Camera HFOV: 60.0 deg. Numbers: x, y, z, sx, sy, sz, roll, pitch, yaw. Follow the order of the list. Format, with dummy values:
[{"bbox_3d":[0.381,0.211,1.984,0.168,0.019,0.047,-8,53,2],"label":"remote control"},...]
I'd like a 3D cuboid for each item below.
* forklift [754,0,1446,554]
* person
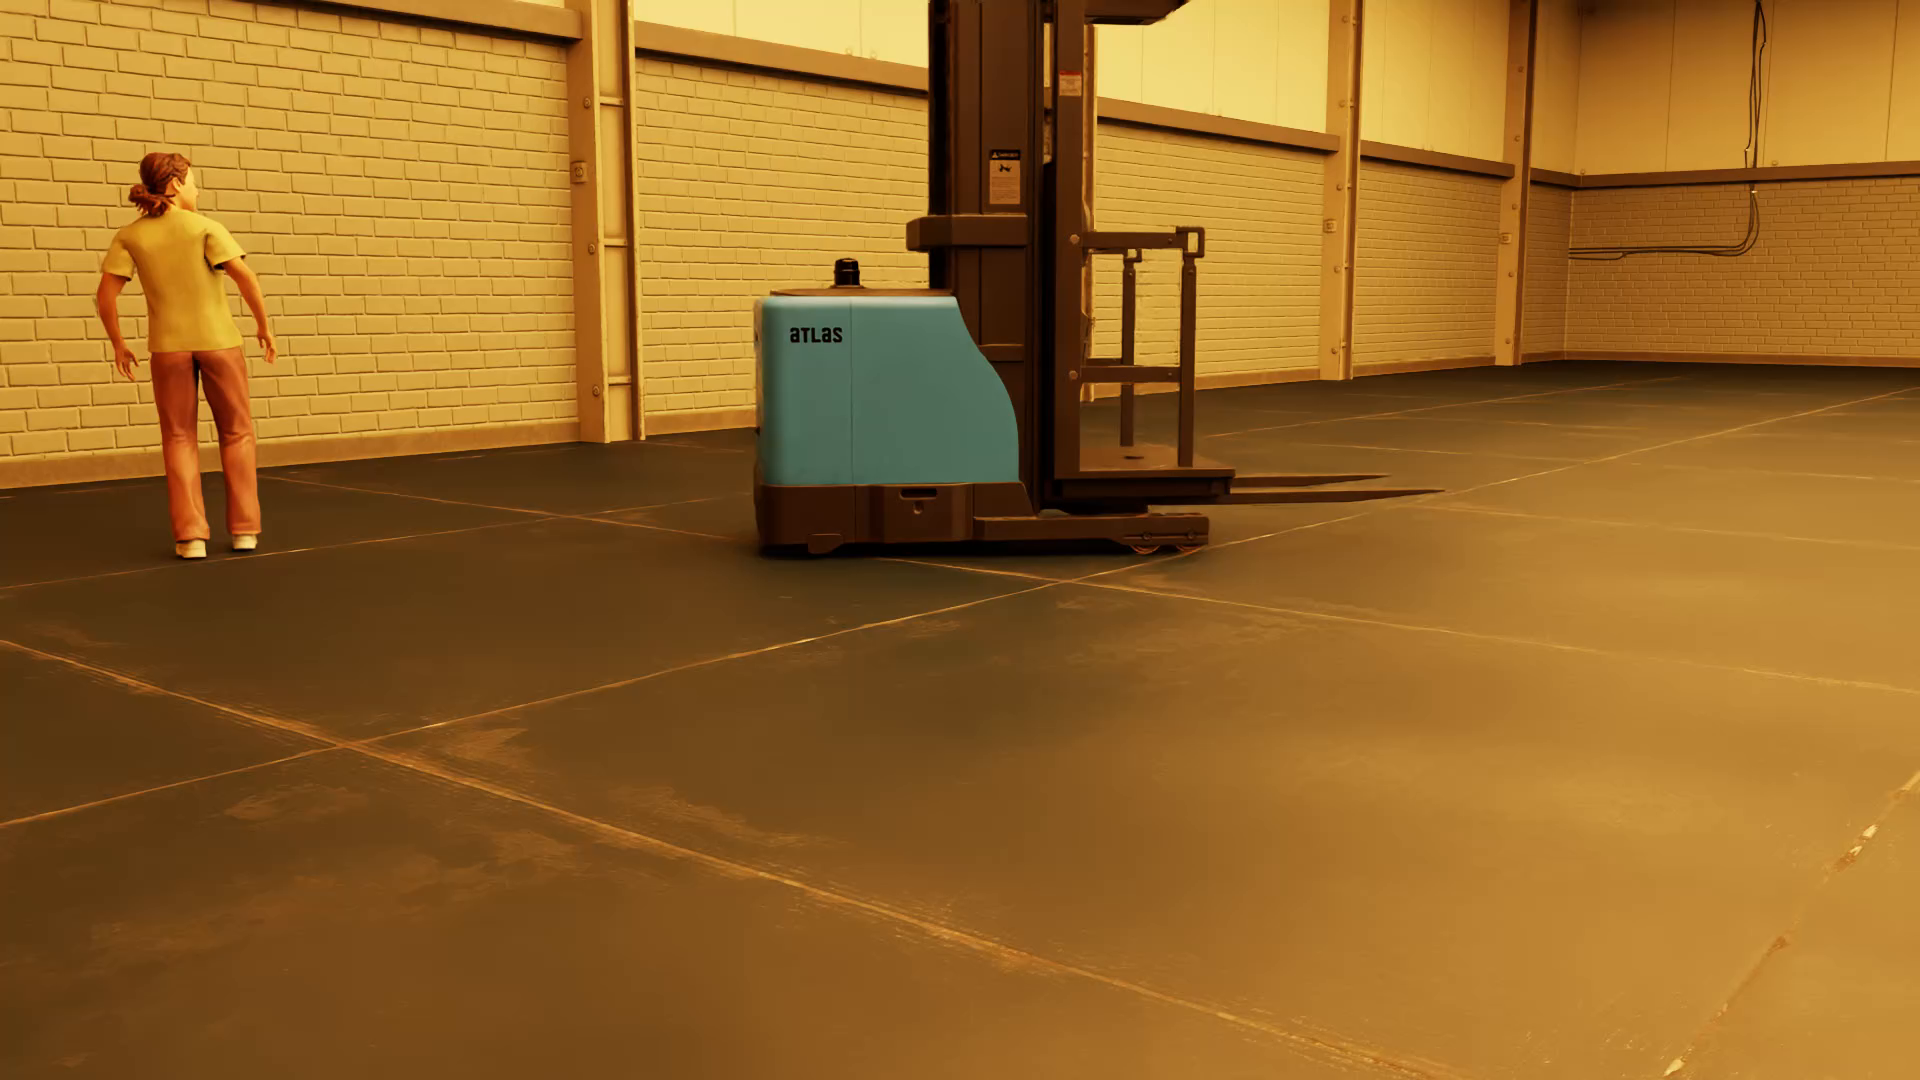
[{"bbox_3d":[0.613,-1.467,7.305,3.031,2.935,1.130,-1,8,-9],"label":"forklift"},{"bbox_3d":[-3.201,-0.770,6.945,0.660,1.658,0.494,-2,9,-17],"label":"person"}]
